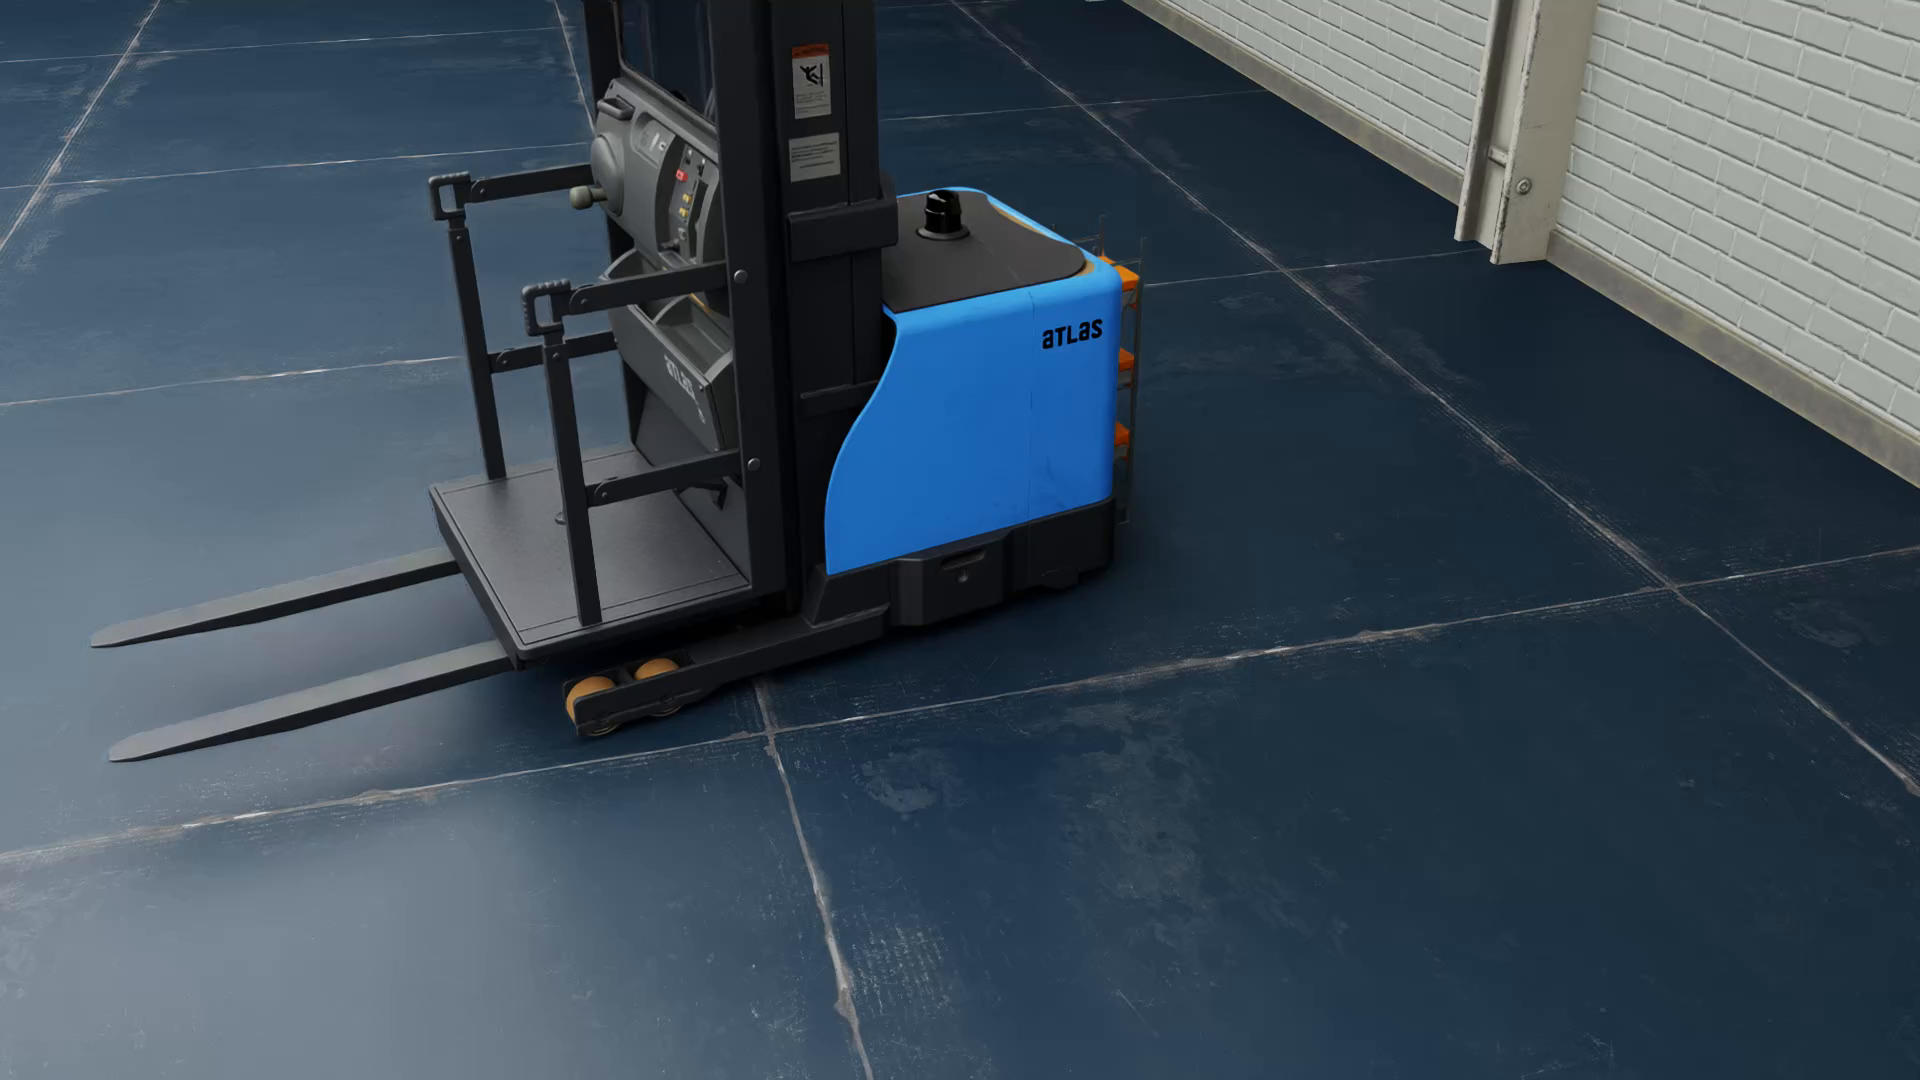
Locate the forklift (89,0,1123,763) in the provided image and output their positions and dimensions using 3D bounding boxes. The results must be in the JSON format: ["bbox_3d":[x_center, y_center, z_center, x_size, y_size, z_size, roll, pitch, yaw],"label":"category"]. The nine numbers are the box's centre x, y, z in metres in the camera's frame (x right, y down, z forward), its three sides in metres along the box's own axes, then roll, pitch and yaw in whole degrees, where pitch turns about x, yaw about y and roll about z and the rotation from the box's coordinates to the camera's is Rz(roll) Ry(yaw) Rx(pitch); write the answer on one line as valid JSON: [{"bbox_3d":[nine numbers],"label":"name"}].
[{"bbox_3d":[-1.034,-1.009,4.568,3.031,2.935,1.130,-15,33,-24],"label":"forklift"}]

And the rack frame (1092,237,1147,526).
[{"bbox_3d":[0.508,-0.493,5.554,0.200,1.050,0.008,-15,33,-24],"label":"rack frame"}]

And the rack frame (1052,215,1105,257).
[{"bbox_3d":[0.392,-0.600,5.739,0.200,1.050,0.008,-15,33,-24],"label":"rack frame"}]

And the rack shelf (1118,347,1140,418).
[{"bbox_3d":[0.450,-0.538,5.652,0.215,0.259,0.240,-15,33,-24],"label":"rack shelf"}]

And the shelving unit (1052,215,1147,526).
[{"bbox_3d":[0.450,-0.547,5.646,0.215,1.050,0.252,-15,33,-24],"label":"shelving unit"}]

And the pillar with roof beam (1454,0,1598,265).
[{"bbox_3d":[-1.461,-4.773,5.013,9.100,9.000,0.400,-8,31,-13],"label":"pillar with roof beam"}]

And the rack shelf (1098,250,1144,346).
[{"bbox_3d":[0.450,-0.783,5.510,0.215,0.259,0.240,-15,33,-24],"label":"rack shelf"}]

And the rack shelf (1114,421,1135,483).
[{"bbox_3d":[0.450,-0.297,5.791,0.215,0.259,0.240,-15,33,-24],"label":"rack shelf"}]
